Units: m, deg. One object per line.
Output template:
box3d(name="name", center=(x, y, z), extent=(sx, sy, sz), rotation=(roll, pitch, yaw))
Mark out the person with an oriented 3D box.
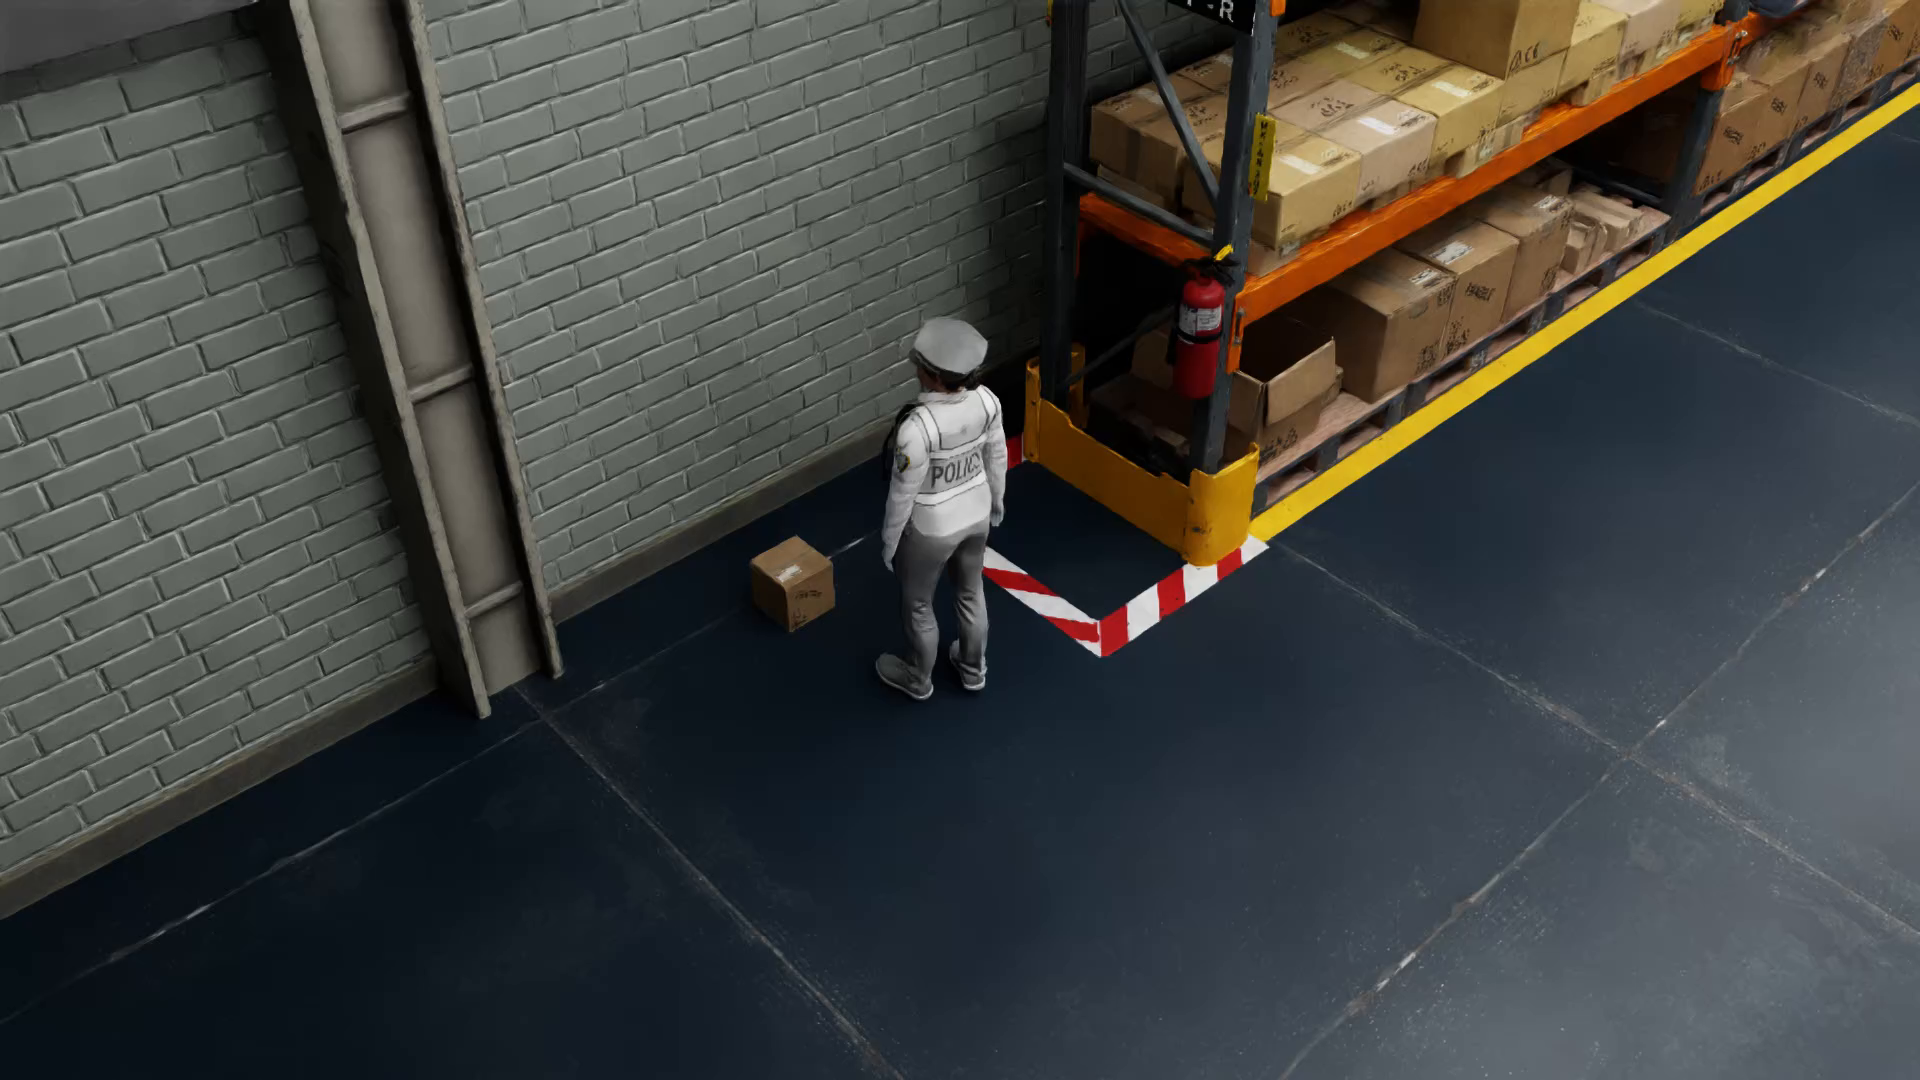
box3d(name="person", center=(-0.076, -0.097, 6.224), extent=(0.560, 1.690, 0.403), rotation=(-27, 47, -29))
